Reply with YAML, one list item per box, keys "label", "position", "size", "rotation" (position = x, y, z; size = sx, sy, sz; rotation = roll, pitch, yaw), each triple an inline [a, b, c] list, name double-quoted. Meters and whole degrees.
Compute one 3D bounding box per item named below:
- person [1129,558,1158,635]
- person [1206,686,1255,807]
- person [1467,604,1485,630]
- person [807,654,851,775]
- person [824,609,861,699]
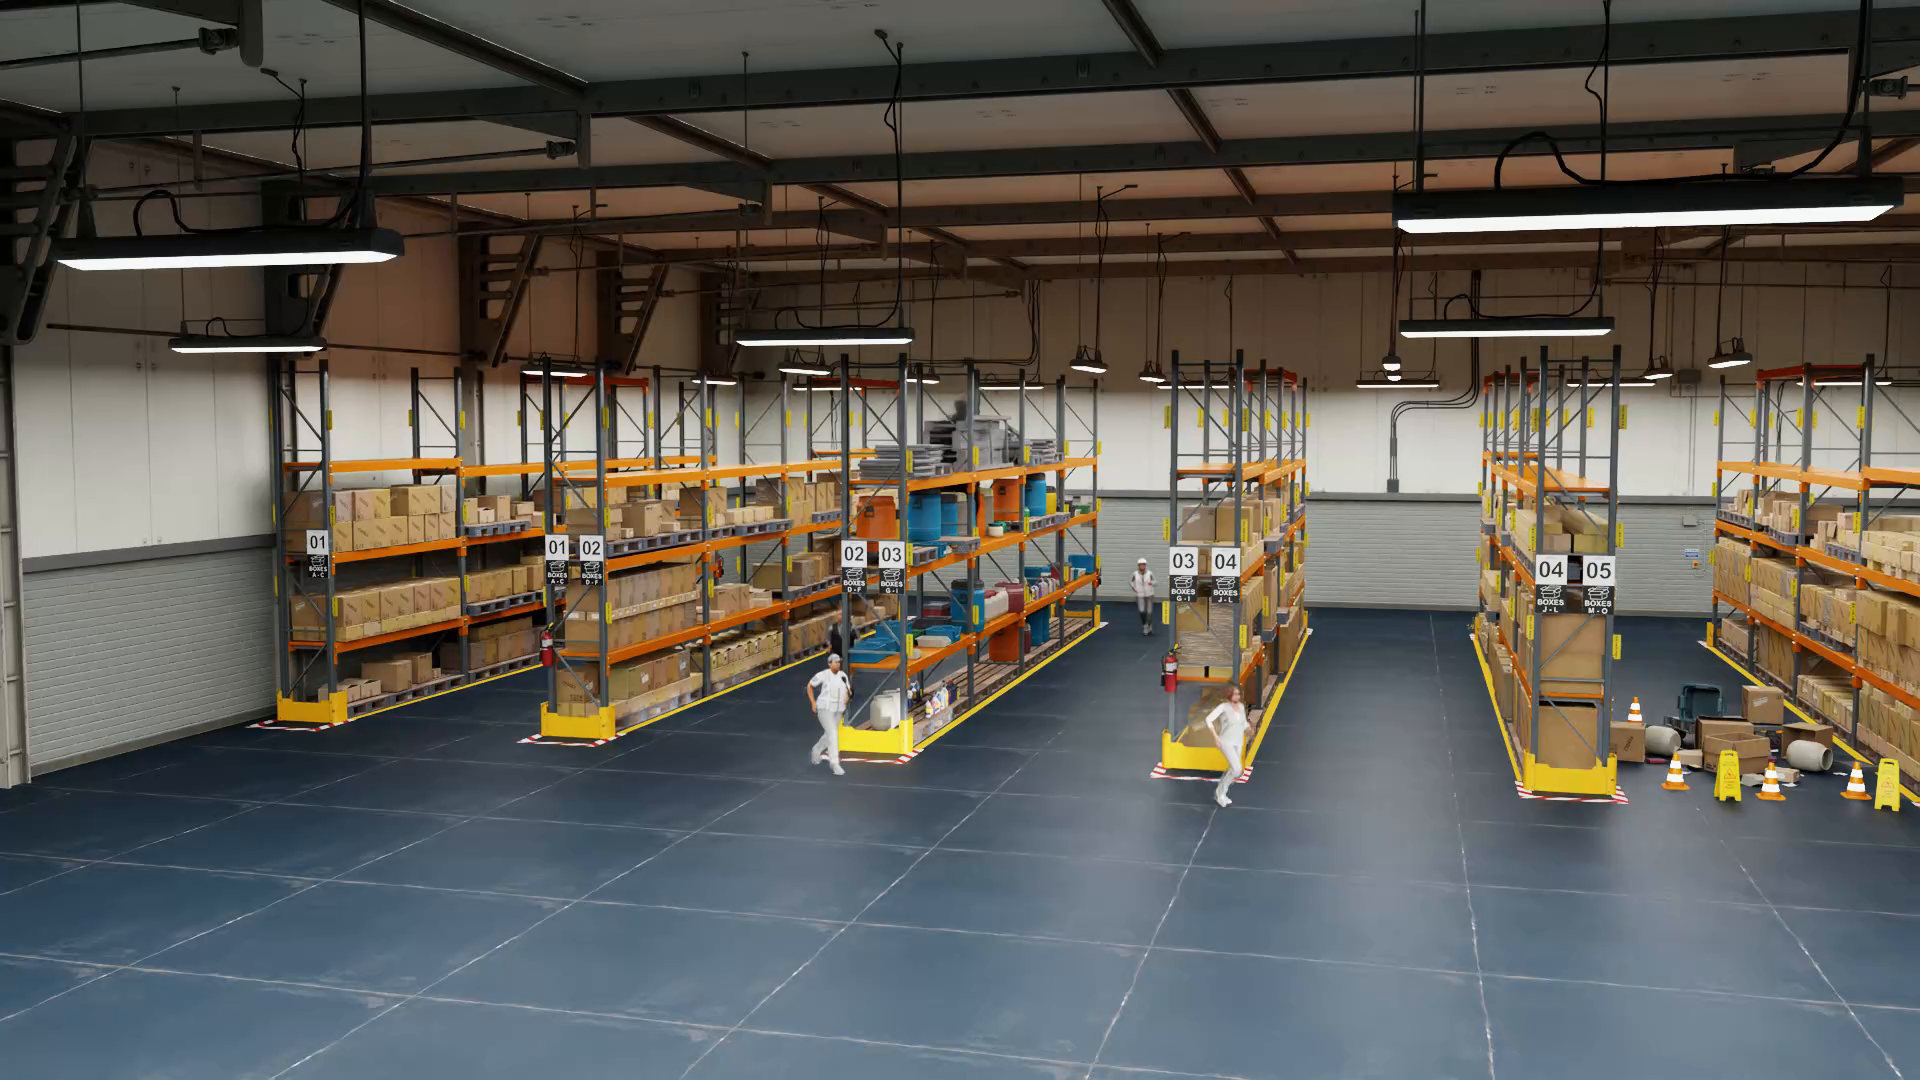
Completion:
- label: "person"
  position: [4.303, 1.335, 39.015]
  size: [0.658, 1.811, 0.726]
  rotation: [0, 4, 0]
- label: "person"
  position: [3.518, 2.660, 21.483]
  size: [0.538, 1.571, 0.630]
  rotation: [-3, 5, -35]
- label: "person"
  position: [12.466, 1.337, 39.324]
  size: [1.053, 1.702, 0.714]
  rotation: [3, 5, 32]
- label: "person"
  position: [-1.818, 2.464, 23.856]
  size: [0.606, 1.662, 0.886]
  rotation: [-3, 5, -38]
- label: "person"
  position: [-2.077, 2.059, 29.291]
  size: [0.656, 1.671, 0.603]
  rotation: [0, 4, 5]
